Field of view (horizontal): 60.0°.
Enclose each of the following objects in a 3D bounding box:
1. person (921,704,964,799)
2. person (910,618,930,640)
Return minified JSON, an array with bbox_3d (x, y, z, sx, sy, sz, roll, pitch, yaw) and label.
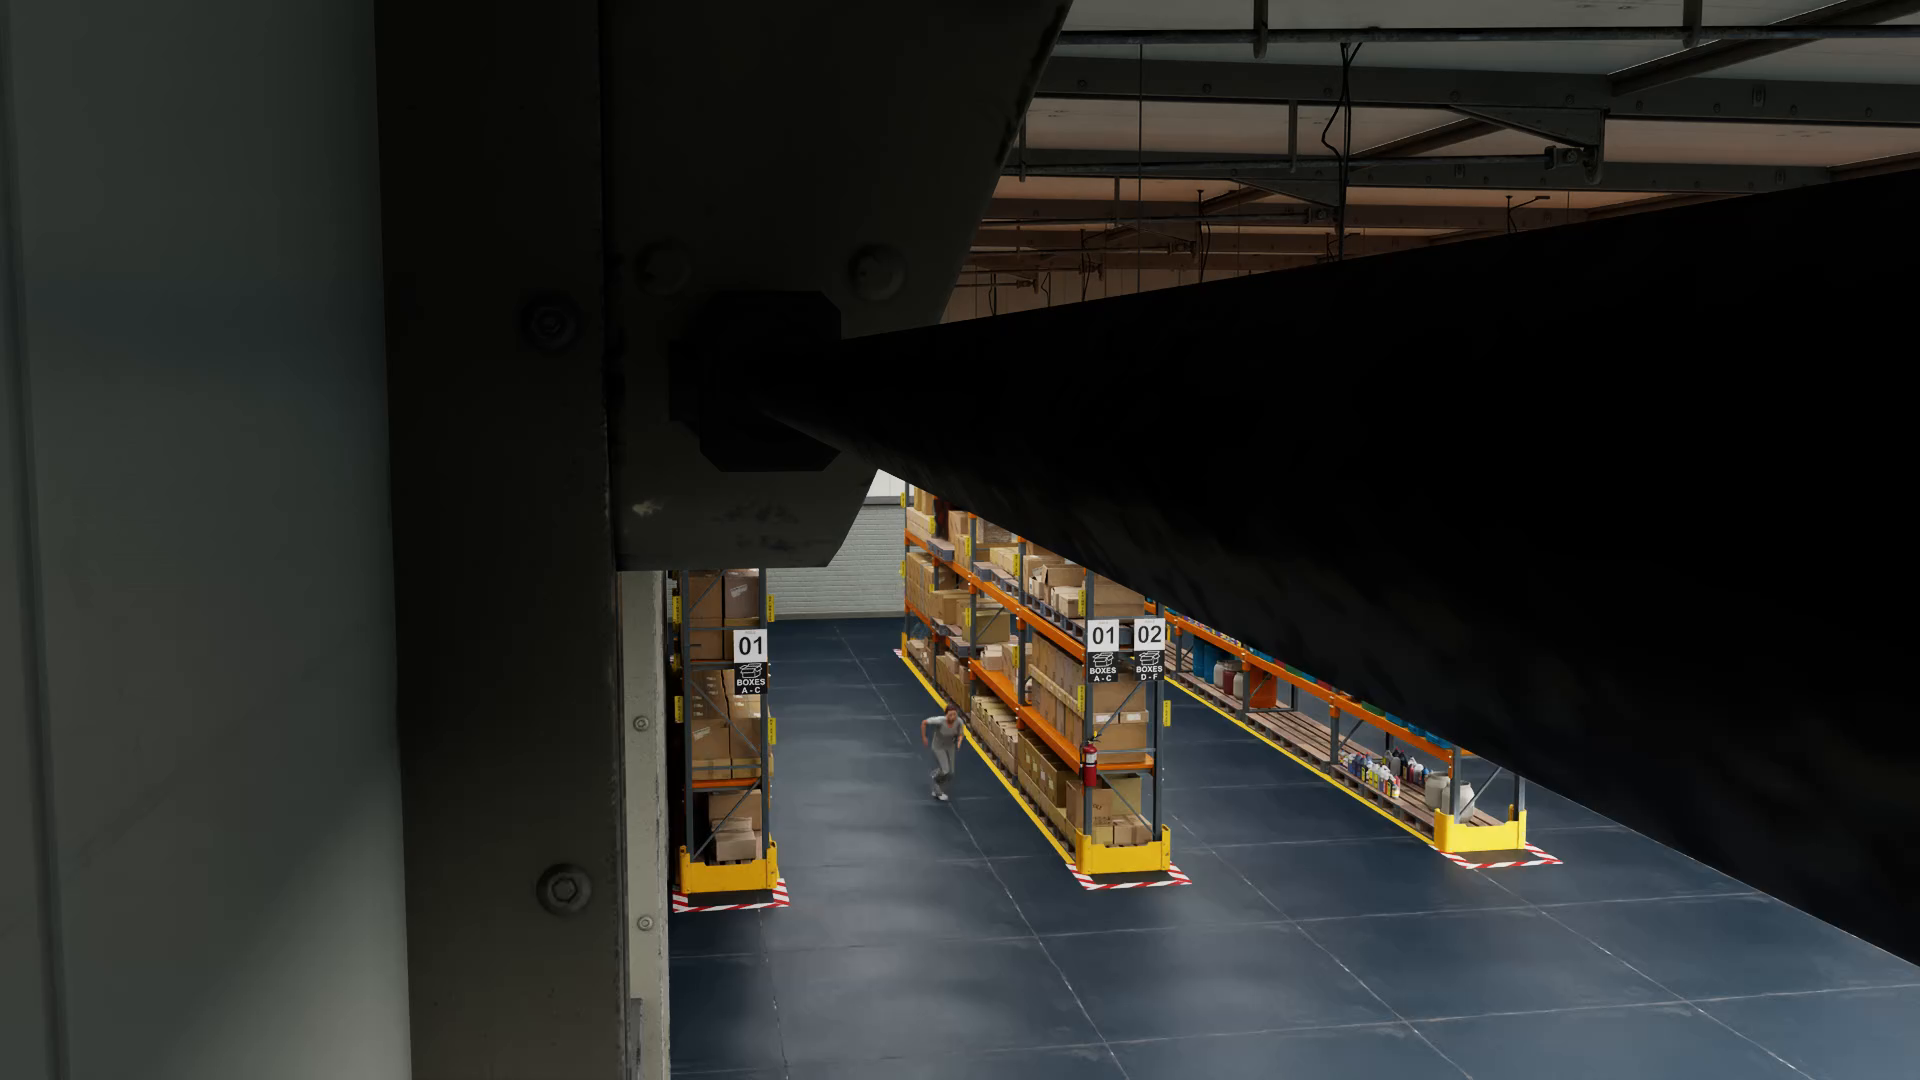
[{"bbox_3d":[-0.251,3.084,24.163,0.590,1.503,0.814,-2,6,-22],"label":"person"},{"bbox_3d":[-0.830,1.567,37.745,0.656,1.827,0.722,0,6,-1],"label":"person"}]
